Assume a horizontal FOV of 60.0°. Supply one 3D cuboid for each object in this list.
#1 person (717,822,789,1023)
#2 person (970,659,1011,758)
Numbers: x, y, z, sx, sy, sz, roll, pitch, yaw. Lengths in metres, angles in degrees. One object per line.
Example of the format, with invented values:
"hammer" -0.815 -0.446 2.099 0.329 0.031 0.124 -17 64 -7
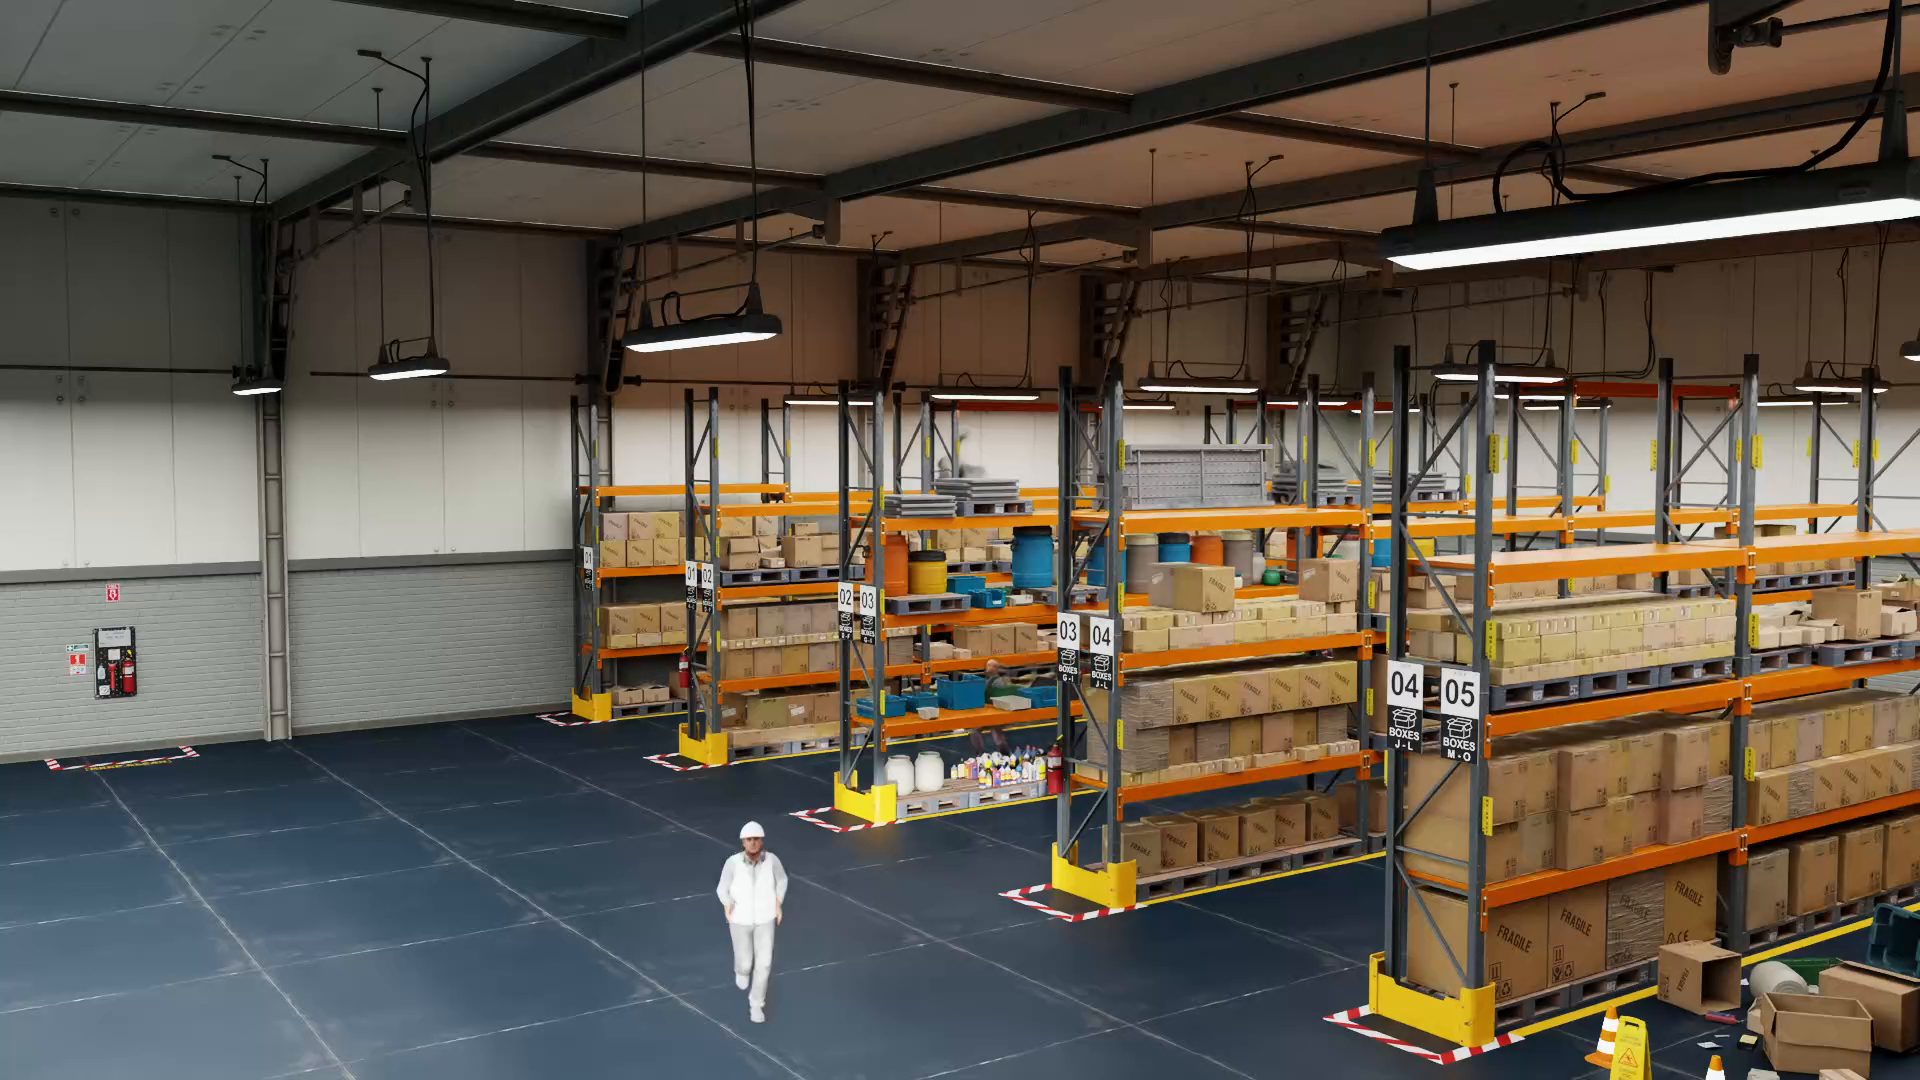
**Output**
"person" -1.871 3.392 15.032 0.652 1.743 0.813 -1 4 -11
"person" 0.445 2.745 26.015 0.752 1.780 0.538 -3 4 -40
